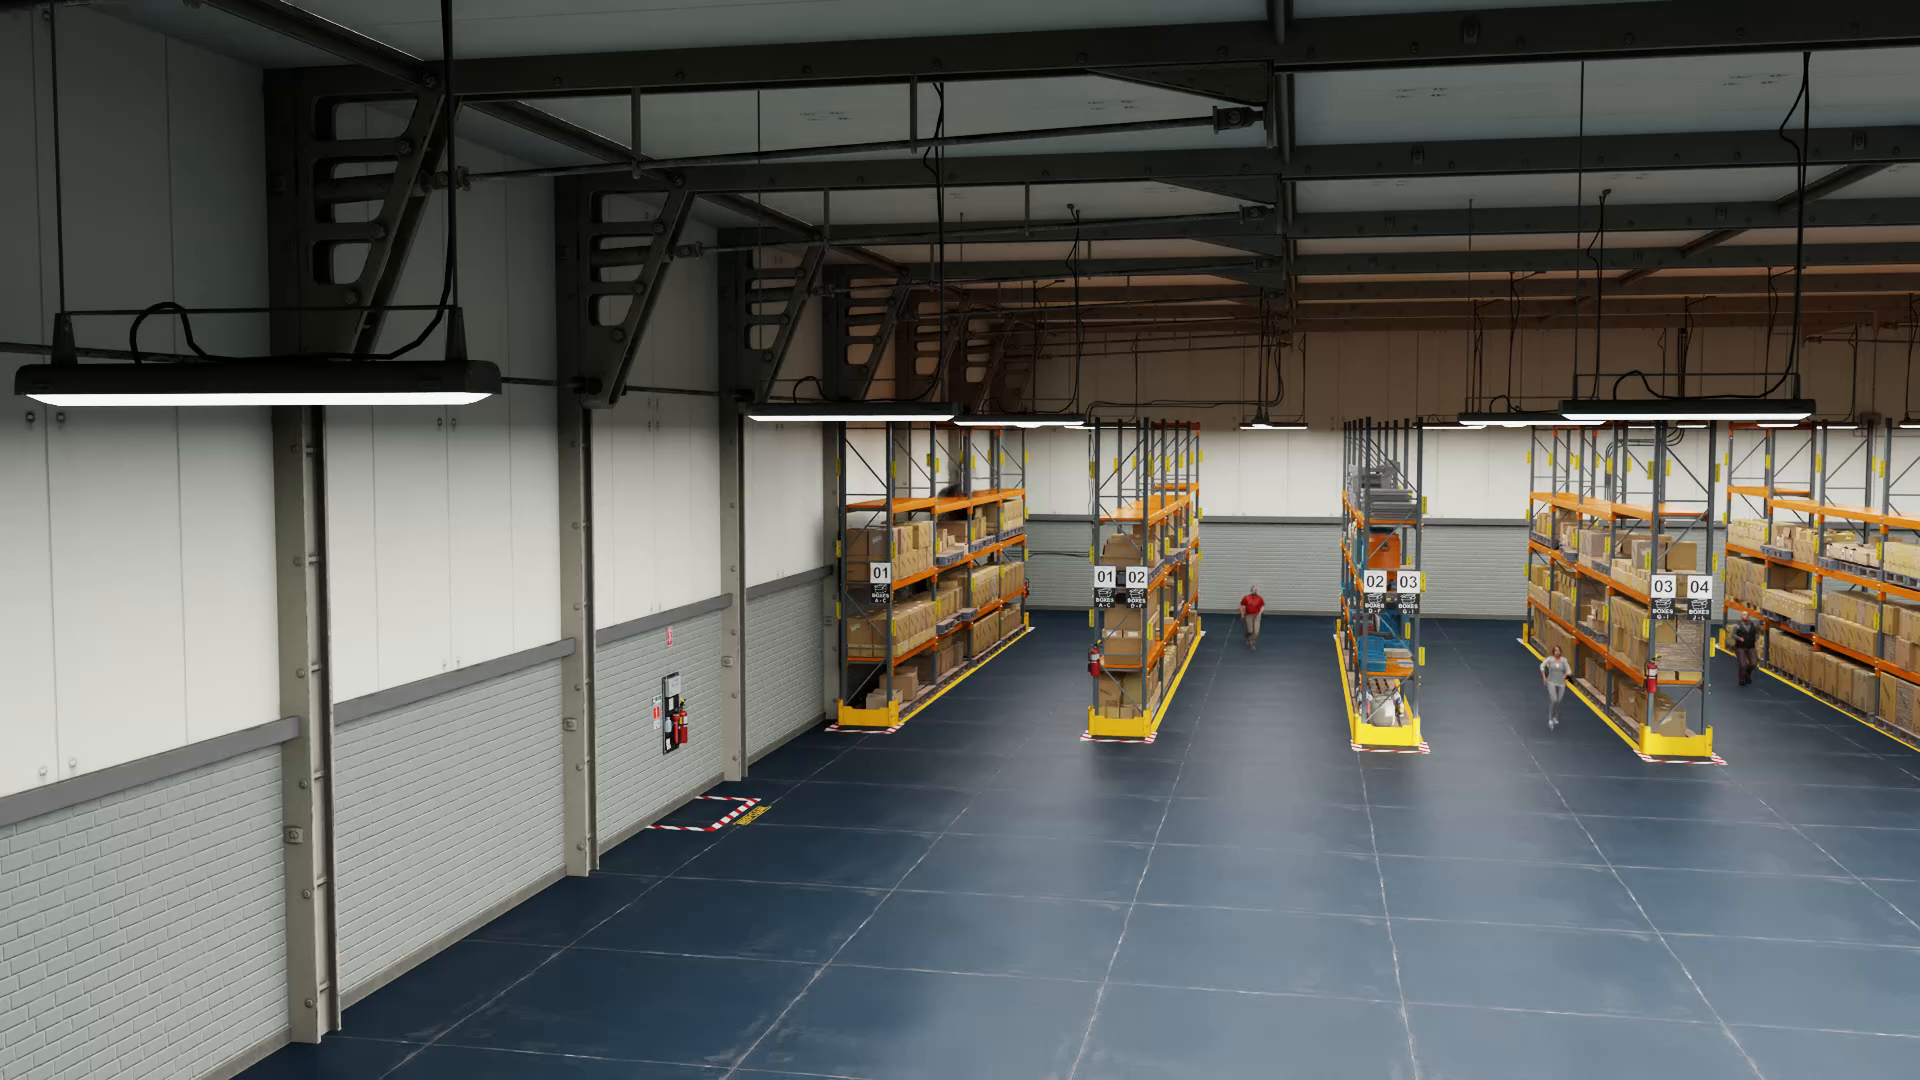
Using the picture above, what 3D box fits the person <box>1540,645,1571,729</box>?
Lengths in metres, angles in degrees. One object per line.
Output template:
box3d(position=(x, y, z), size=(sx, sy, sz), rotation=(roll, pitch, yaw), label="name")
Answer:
box3d(position=(11.557, 2.838, 32.236), size=(0.545, 1.621, 0.650), rotation=(1, 4, 9), label="person")

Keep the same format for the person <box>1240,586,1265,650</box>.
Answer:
box3d(position=(7.701, 2.053, 43.730), size=(0.649, 1.677, 0.637), rotation=(0, 4, 0), label="person")

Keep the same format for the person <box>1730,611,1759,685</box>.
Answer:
box3d(position=(17.682, 2.445, 37.382), size=(0.648, 1.677, 0.590), rotation=(1, 4, 10), label="person")
